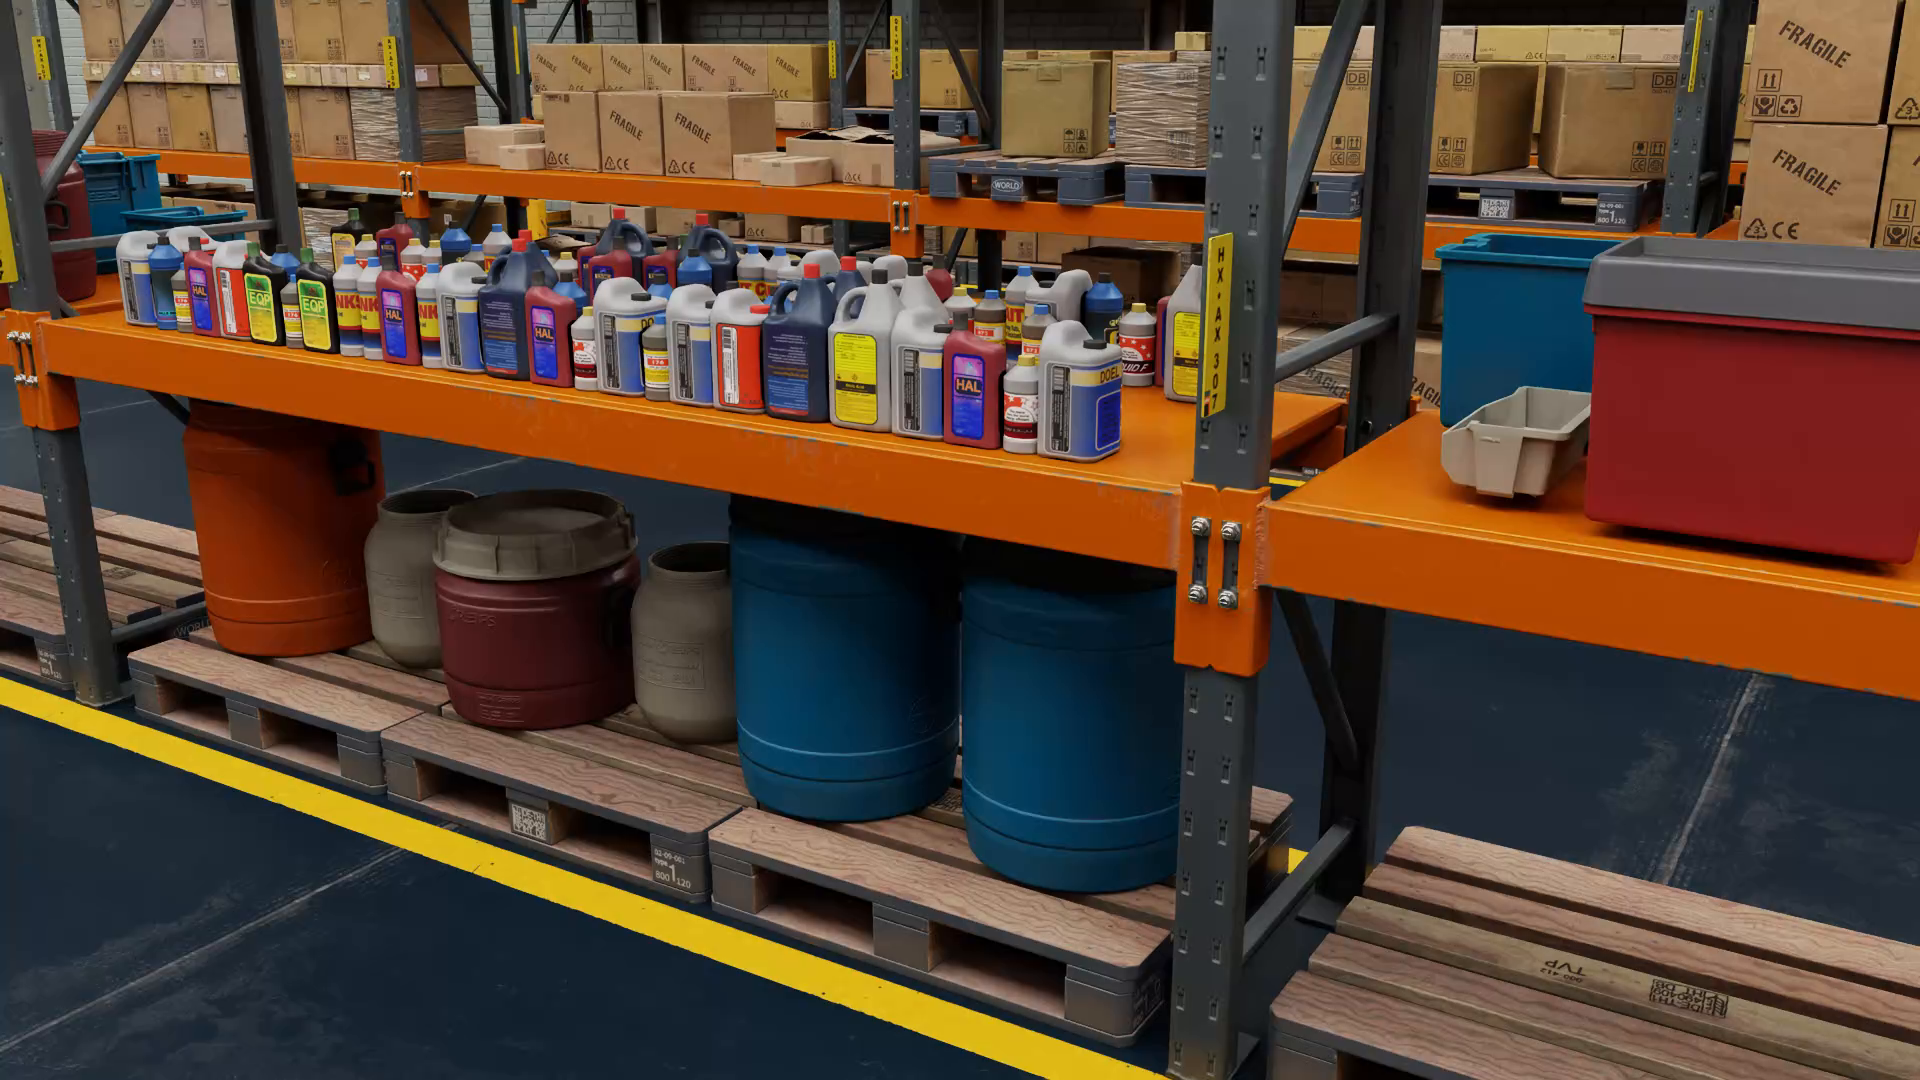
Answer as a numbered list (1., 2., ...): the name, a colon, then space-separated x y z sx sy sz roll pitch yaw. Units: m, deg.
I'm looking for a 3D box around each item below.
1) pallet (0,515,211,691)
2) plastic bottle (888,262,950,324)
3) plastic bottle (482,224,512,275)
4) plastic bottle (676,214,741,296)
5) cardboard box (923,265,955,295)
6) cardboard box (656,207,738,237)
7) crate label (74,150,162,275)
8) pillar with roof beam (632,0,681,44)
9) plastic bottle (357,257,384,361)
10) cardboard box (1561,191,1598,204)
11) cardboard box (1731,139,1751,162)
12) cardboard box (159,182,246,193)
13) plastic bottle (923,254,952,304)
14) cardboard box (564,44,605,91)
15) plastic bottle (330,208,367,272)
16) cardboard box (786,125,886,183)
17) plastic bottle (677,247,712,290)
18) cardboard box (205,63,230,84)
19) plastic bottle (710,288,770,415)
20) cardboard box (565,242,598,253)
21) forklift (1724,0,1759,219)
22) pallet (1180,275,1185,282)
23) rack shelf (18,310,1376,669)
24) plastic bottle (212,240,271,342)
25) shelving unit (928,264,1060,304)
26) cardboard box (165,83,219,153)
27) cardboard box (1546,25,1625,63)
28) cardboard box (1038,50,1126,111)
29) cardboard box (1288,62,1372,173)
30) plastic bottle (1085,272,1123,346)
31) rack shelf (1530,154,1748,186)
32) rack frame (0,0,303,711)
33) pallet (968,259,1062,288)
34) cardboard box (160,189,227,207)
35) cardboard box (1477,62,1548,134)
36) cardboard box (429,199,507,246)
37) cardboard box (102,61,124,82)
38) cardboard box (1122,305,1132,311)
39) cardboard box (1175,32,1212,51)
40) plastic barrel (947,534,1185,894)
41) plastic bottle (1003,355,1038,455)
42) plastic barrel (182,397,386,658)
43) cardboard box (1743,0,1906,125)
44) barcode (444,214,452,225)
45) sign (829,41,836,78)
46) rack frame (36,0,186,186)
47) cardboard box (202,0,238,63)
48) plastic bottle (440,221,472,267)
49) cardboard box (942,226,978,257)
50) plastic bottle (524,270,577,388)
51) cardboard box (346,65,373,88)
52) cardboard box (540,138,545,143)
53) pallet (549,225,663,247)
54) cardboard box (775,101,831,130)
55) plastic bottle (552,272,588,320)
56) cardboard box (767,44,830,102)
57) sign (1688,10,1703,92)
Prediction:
1. pallet: -3.290 0.205 6.344 1.213 0.211 1.003 10 20 30
2. plastic bottle: -0.121 -0.464 3.834 0.185 0.351 0.144 10 20 30
3. plastic bottle: -1.465 -0.868 5.300 0.097 0.271 0.097 0 17 0
4. plastic bottle: -0.724 -0.766 4.826 0.185 0.351 0.144 10 20 30
5. cardboard box: -0.348 -1.534 10.314 0.500 0.311 0.500 11 20 32
6. cardboard box: -2.656 -3.349 16.788 0.500 0.500 0.700 9 19 27
7. crate label: -3.356 -1.237 6.232 0.616 0.435 0.502 10 20 30
8. pillar with roof beam: -5.487 -6.585 13.575 0.400 9.000 9.100 10 20 30
9. plastic bottle: -1.579 -0.630 4.514 0.097 0.271 0.097 0 17 0
10. cardboard box: 4.562 -2.221 12.507 0.750 0.750 0.750 11 20 32
11. cardboard box: 5.507 -2.718 11.565 0.250 0.149 0.380 10 20 31
12. cardboard box: -6.259 -2.681 13.765 0.500 0.500 0.500 10 20 30
13. plastic bottle: -0.088 -0.634 4.509 0.133 0.283 0.061 10 20 30
14. cardboard box: -3.617 -4.744 16.773 0.500 0.500 0.500 10 20 30
15. plastic bottle: -2.083 -0.990 5.681 0.133 0.283 0.061 10 20 30
16. cardboard box: -0.716 -2.370 10.174 0.500 0.311 0.500 10 19 29
17. plastic bottle: -0.750 -0.691 4.717 0.097 0.271 0.097 0 17 0
18. cardboard box: -5.341 -3.456 12.310 0.250 0.149 0.380 10 20 31
19. plastic bottle: -0.488 -0.446 3.903 0.135 0.276 0.152 10 20 30
20. cardboard box: -2.522 -1.922 11.591 0.500 0.311 0.500 11 20 32
21. forklift: 4.715 -2.136 9.371 3.031 2.935 1.130 10 19 29
22. pallet: 1.869 -2.241 14.394 1.213 0.211 1.003 10 20 30
23. rack shelf: -0.946 -0.354 4.622 4.000 0.370 1.077 10 20 30
24. plastic bottle: -2.057 -0.726 4.825 0.135 0.276 0.152 10 20 30
25. shelving unit: 0.141 -0.549 7.124 0.503 1.200 0.258 10 20 30
26. cardboard box: -5.611 -3.263 12.790 0.500 0.500 0.700 10 20 30
27. cardboard box: 4.546 -3.571 11.968 0.500 0.250 0.500 11 20 31
28. cardboard box: 1.055 -3.967 14.351 0.500 0.500 0.700 10 20 30
29. cardboard box: 1.816 -2.122 8.311 0.500 0.500 0.700 5 18 16
30. plastic bottle: 0.364 -0.542 4.224 0.097 0.271 0.097 0 17 0
31. rack shelf: 4.238 -2.807 12.699 4.000 0.370 1.077 10 20 30
32. rack frame: -2.651 -1.002 5.519 0.127 3.000 1.000 10 20 30
33. pallet: 0.834 -2.426 15.006 1.213 0.211 1.003 10 20 30
34. cardboard box: -6.104 -2.477 13.092 0.500 0.500 0.500 10 20 30
35. cardboard box: 4.126 -3.283 12.310 0.500 0.500 0.500 11 20 32
36. cardboard box: -3.695 -2.229 12.276 0.500 0.500 0.500 10 20 30
37. cardboard box: -6.424 -3.651 12.951 0.250 0.149 0.380 10 19 29
38. cardboard box: 0.632 -1.024 9.136 0.500 0.500 0.500 9 19 28
39. cardboard box: 1.943 -4.115 13.721 0.250 0.149 0.380 7 18 21
40. plastic barrel: 0.303 0.323 4.046 0.708 0.901 0.600 10 20 30
41. plastic bottle: 0.140 -0.289 3.514 0.097 0.201 0.097 0 17 0
42. plastic barrel: -2.225 -0.094 5.542 0.708 0.830 0.600 10 20 30
43. cardboard box: 3.608 -2.005 6.927 0.500 0.500 0.500 11 20 31
44. barcode: -3.464 -2.169 11.251 0.075 0.075 0.001 10 20 30
45. sign: -1.152 -4.343 15.027 0.005 0.325 0.100 10 20 30
46. rack frame: -6.872 -3.445 13.562 0.127 3.000 1.000 10 20 30
47. cardboard box: -5.128 -3.800 12.326 0.500 0.500 0.700 10 20 30
48. plastic bottle: -1.631 -0.898 5.397 0.097 0.271 0.097 0 17 0
49. cardboard box: 0.228 -2.904 15.326 0.500 0.500 0.700 10 19 29
50. plastic bottle: -1.021 -0.530 4.164 0.133 0.283 0.061 10 20 30
51. cardboard box: -4.017 -3.221 11.537 0.250 0.149 0.380 10 19 29
52. cardboard box: -2.618 -2.684 11.288 0.258 0.266 0.396 10 19 29
53. pallet: -3.544 -3.194 17.534 1.213 0.211 1.003 10 20 30
54. cardboard box: -1.436 -3.999 15.608 0.500 0.250 0.500 10 20 30
55. plastic bottle: -0.995 -0.546 4.239 0.097 0.271 0.097 0 17 0
56. cardboard box: -1.439 -4.356 15.494 0.500 0.500 0.500 10 20 30
57. sign: 3.066 -2.036 6.930 0.005 0.325 0.100 10 20 30
